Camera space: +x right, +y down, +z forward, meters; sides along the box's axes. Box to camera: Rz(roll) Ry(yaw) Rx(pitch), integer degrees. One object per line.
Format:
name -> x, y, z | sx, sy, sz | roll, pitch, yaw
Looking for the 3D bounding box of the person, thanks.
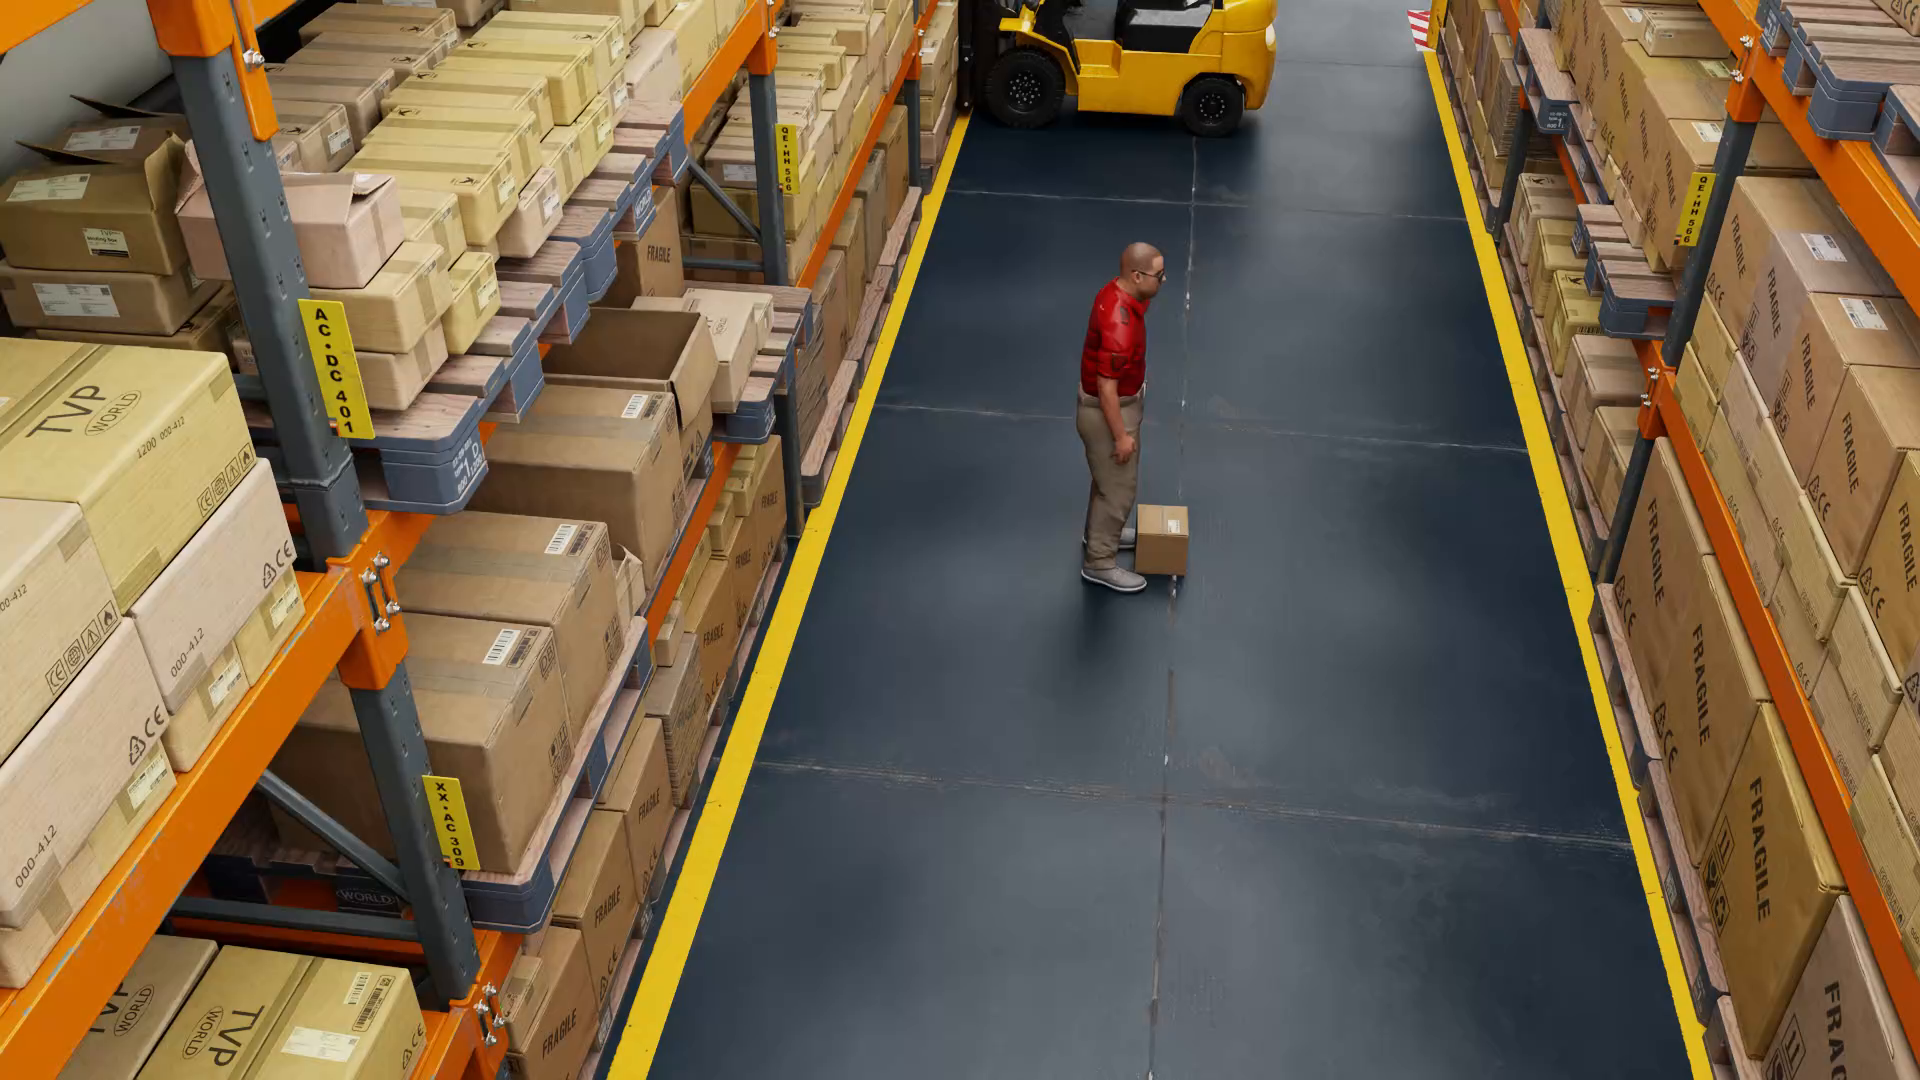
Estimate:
person -> 0.753, -0.609, 7.892 | 0.393, 1.727, 0.587 | 5, 36, 6
